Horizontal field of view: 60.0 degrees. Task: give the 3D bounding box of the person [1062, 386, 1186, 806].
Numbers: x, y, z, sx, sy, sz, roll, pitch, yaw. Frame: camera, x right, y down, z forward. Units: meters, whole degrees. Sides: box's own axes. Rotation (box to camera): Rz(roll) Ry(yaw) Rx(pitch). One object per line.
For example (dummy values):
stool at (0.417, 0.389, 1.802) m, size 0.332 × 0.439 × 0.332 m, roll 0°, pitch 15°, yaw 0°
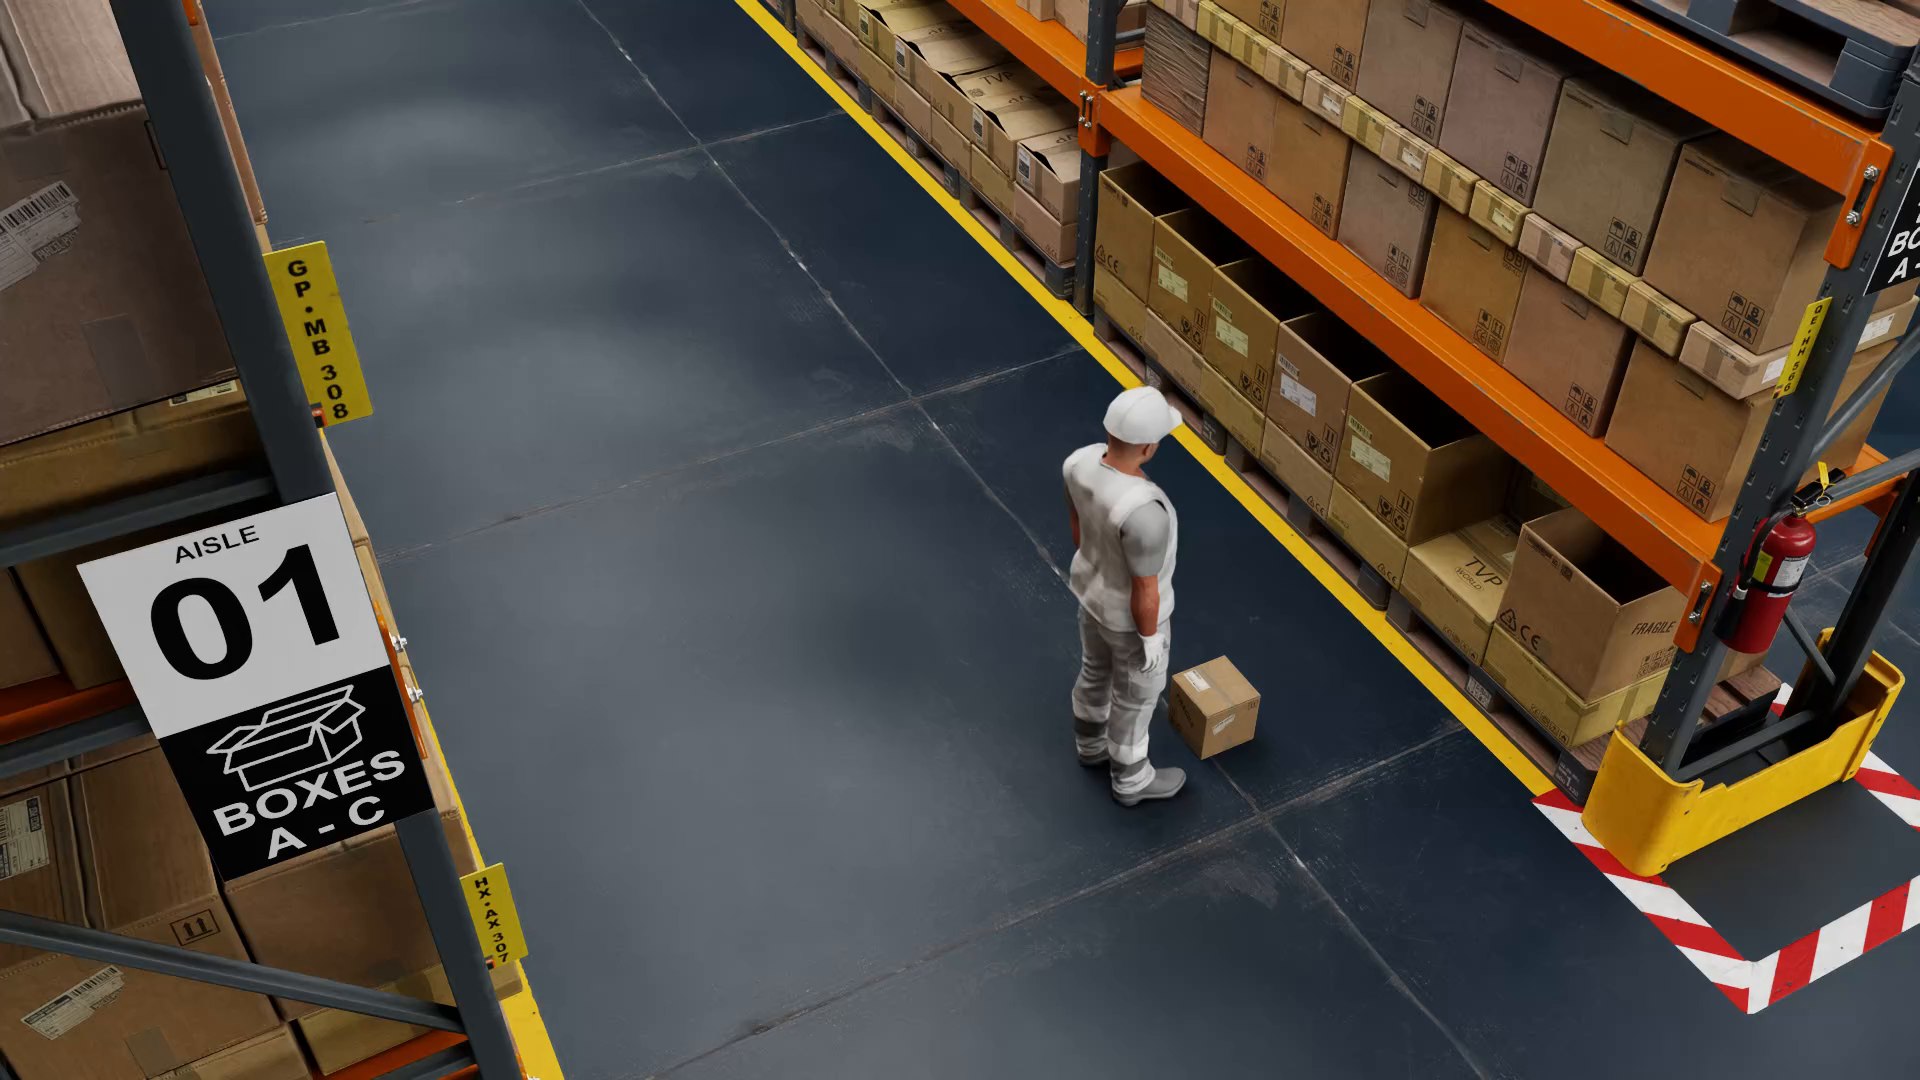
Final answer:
person at (0.601, 0.201, 5.888) m, size 0.413 × 1.788 × 0.535 m, roll -18°, pitch 44°, yaw -20°
